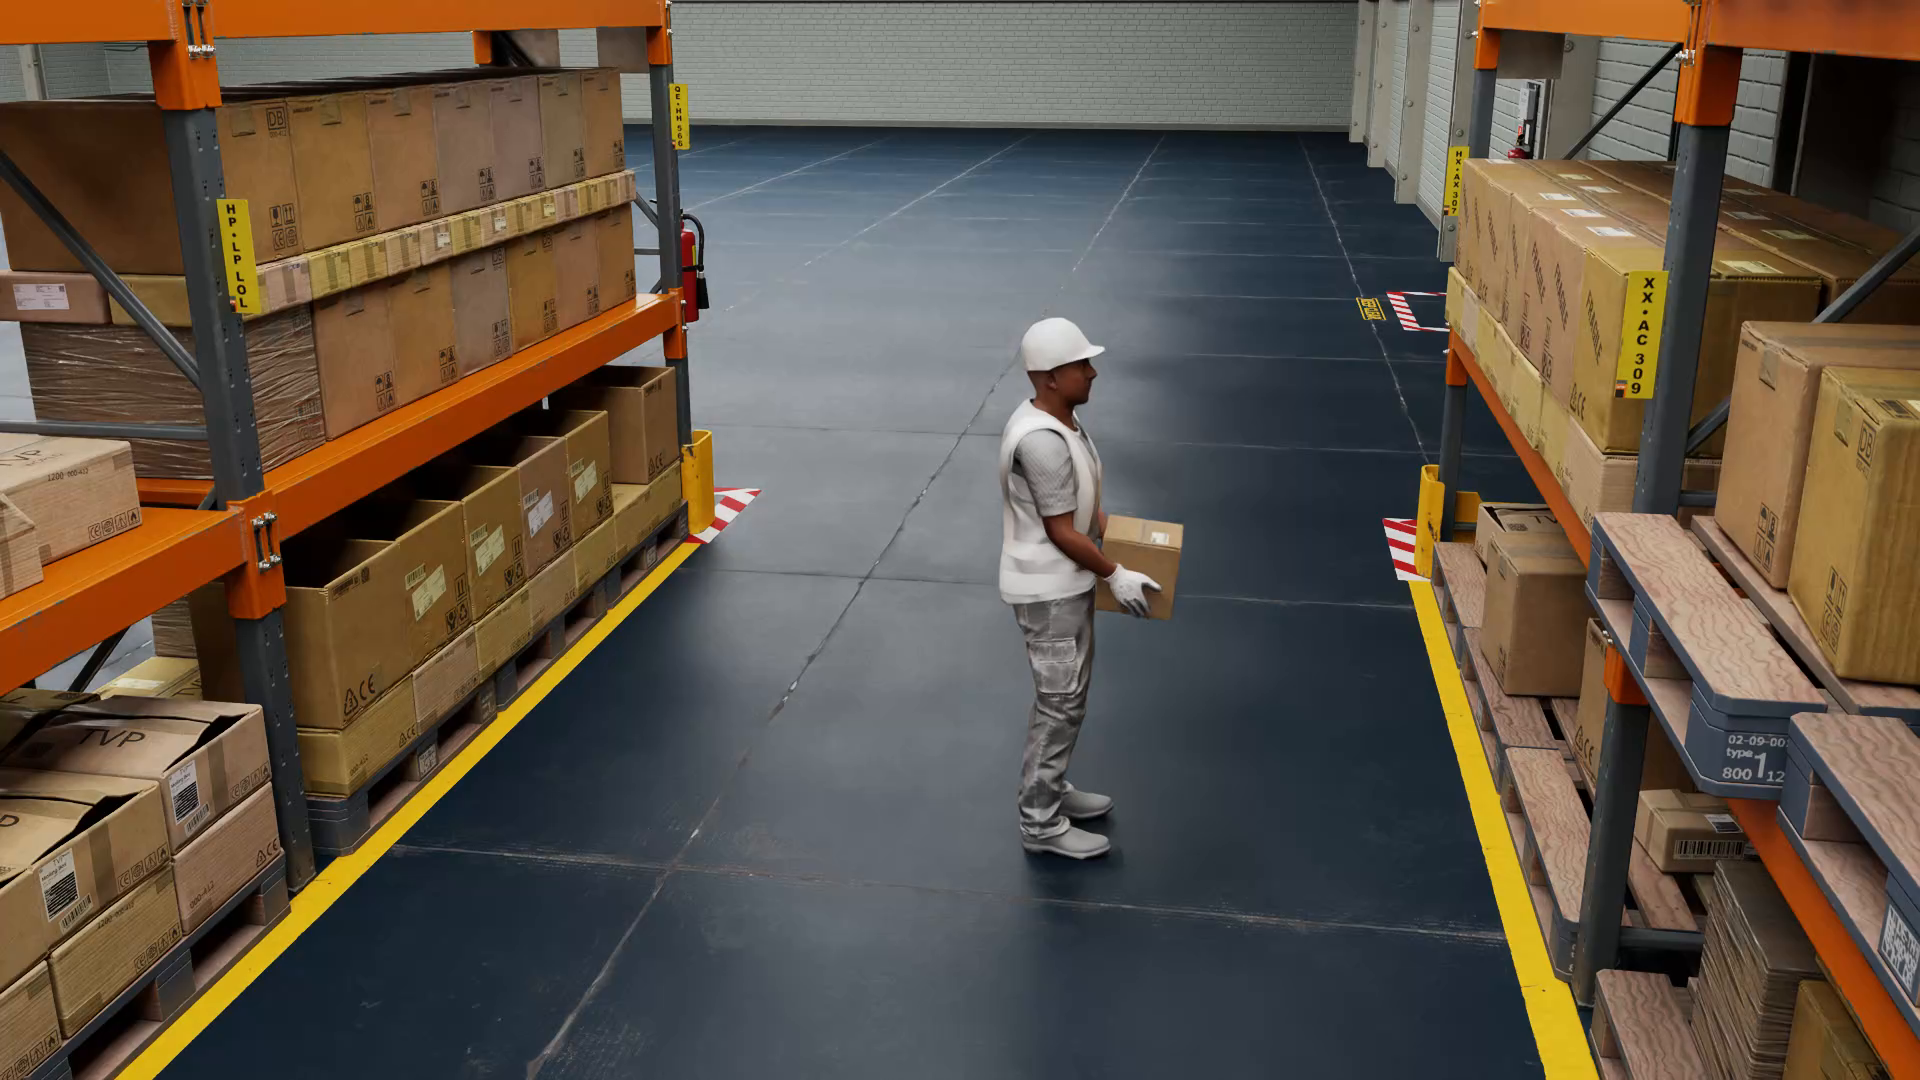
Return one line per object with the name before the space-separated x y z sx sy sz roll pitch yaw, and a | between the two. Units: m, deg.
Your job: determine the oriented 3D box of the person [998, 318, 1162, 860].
person | 0.401 0.157 5.518 0.541 1.789 0.532 3 18 8
